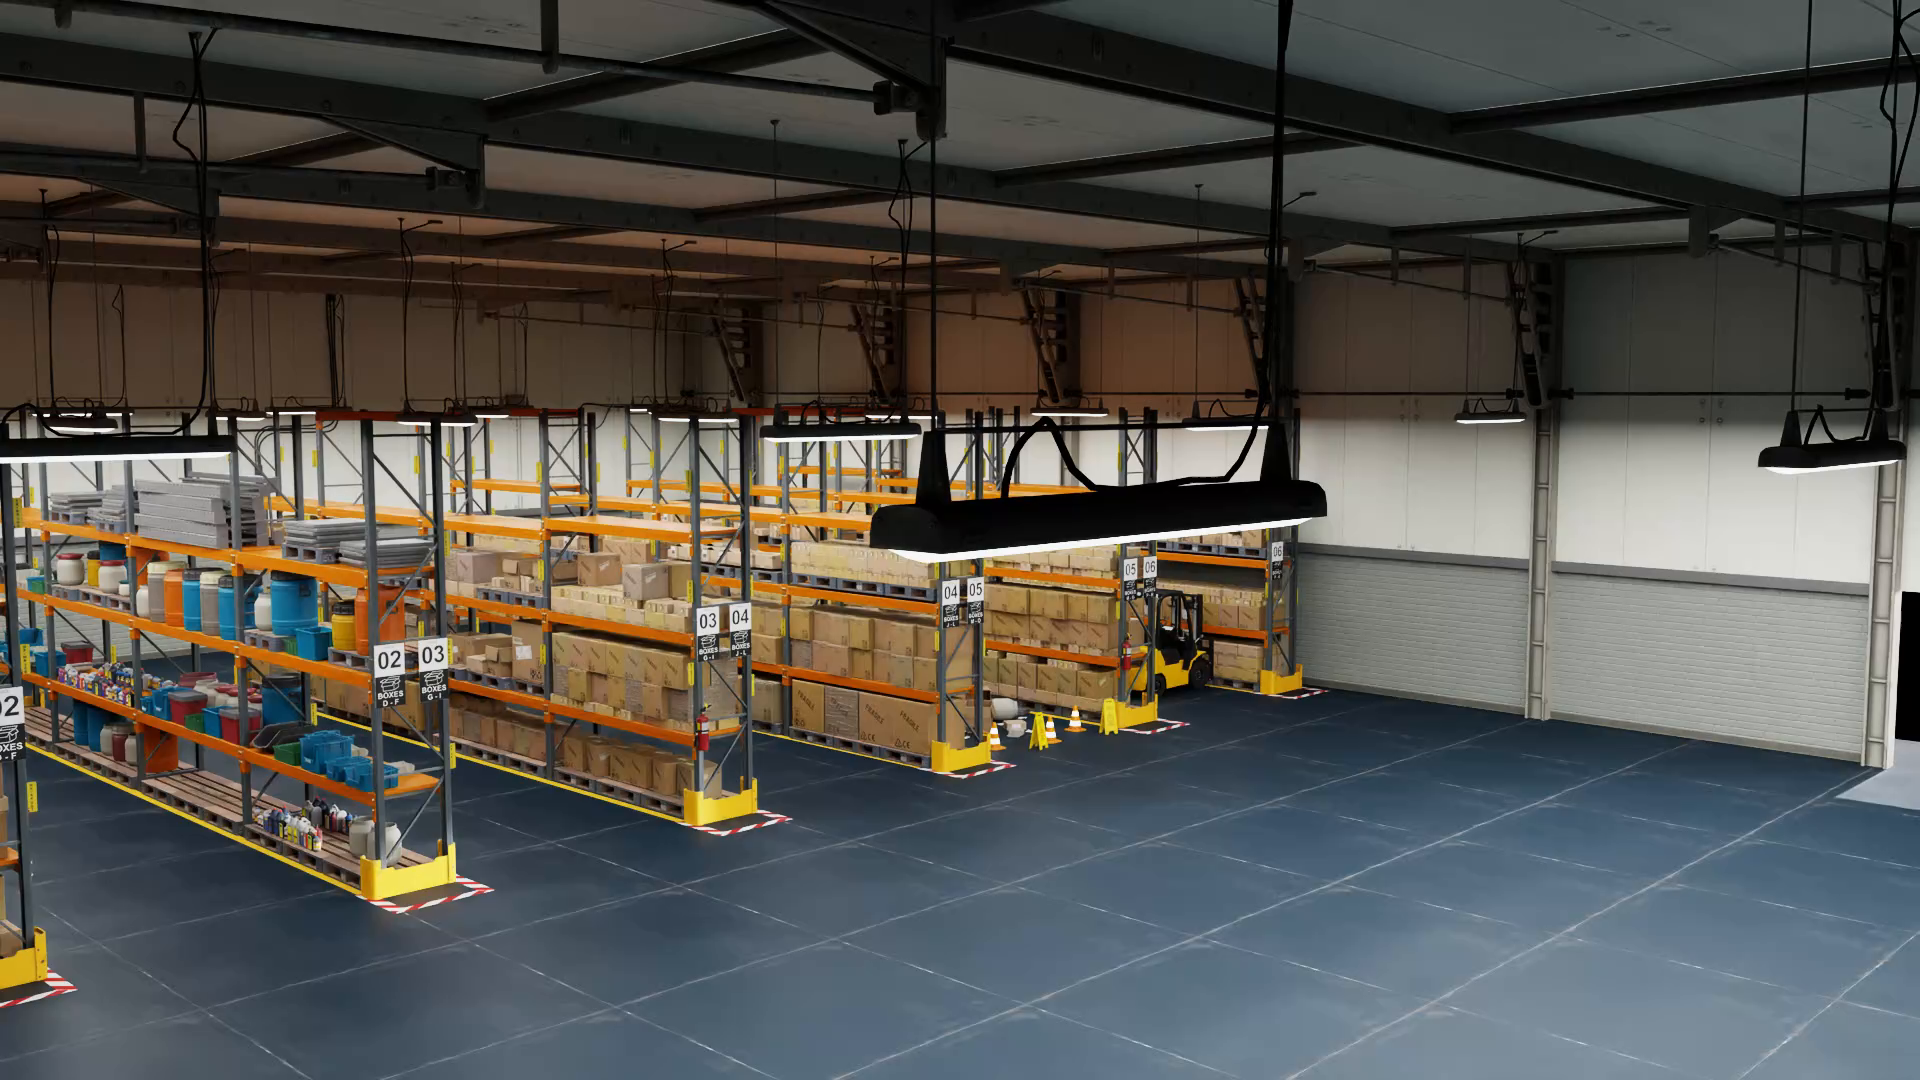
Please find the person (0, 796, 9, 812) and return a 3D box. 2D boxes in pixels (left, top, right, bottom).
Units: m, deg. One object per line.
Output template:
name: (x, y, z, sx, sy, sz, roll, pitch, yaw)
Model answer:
person: (-13.687, 3.429, 22.213, 1.770, 2.009, 10.588, -5, 7, -45)
